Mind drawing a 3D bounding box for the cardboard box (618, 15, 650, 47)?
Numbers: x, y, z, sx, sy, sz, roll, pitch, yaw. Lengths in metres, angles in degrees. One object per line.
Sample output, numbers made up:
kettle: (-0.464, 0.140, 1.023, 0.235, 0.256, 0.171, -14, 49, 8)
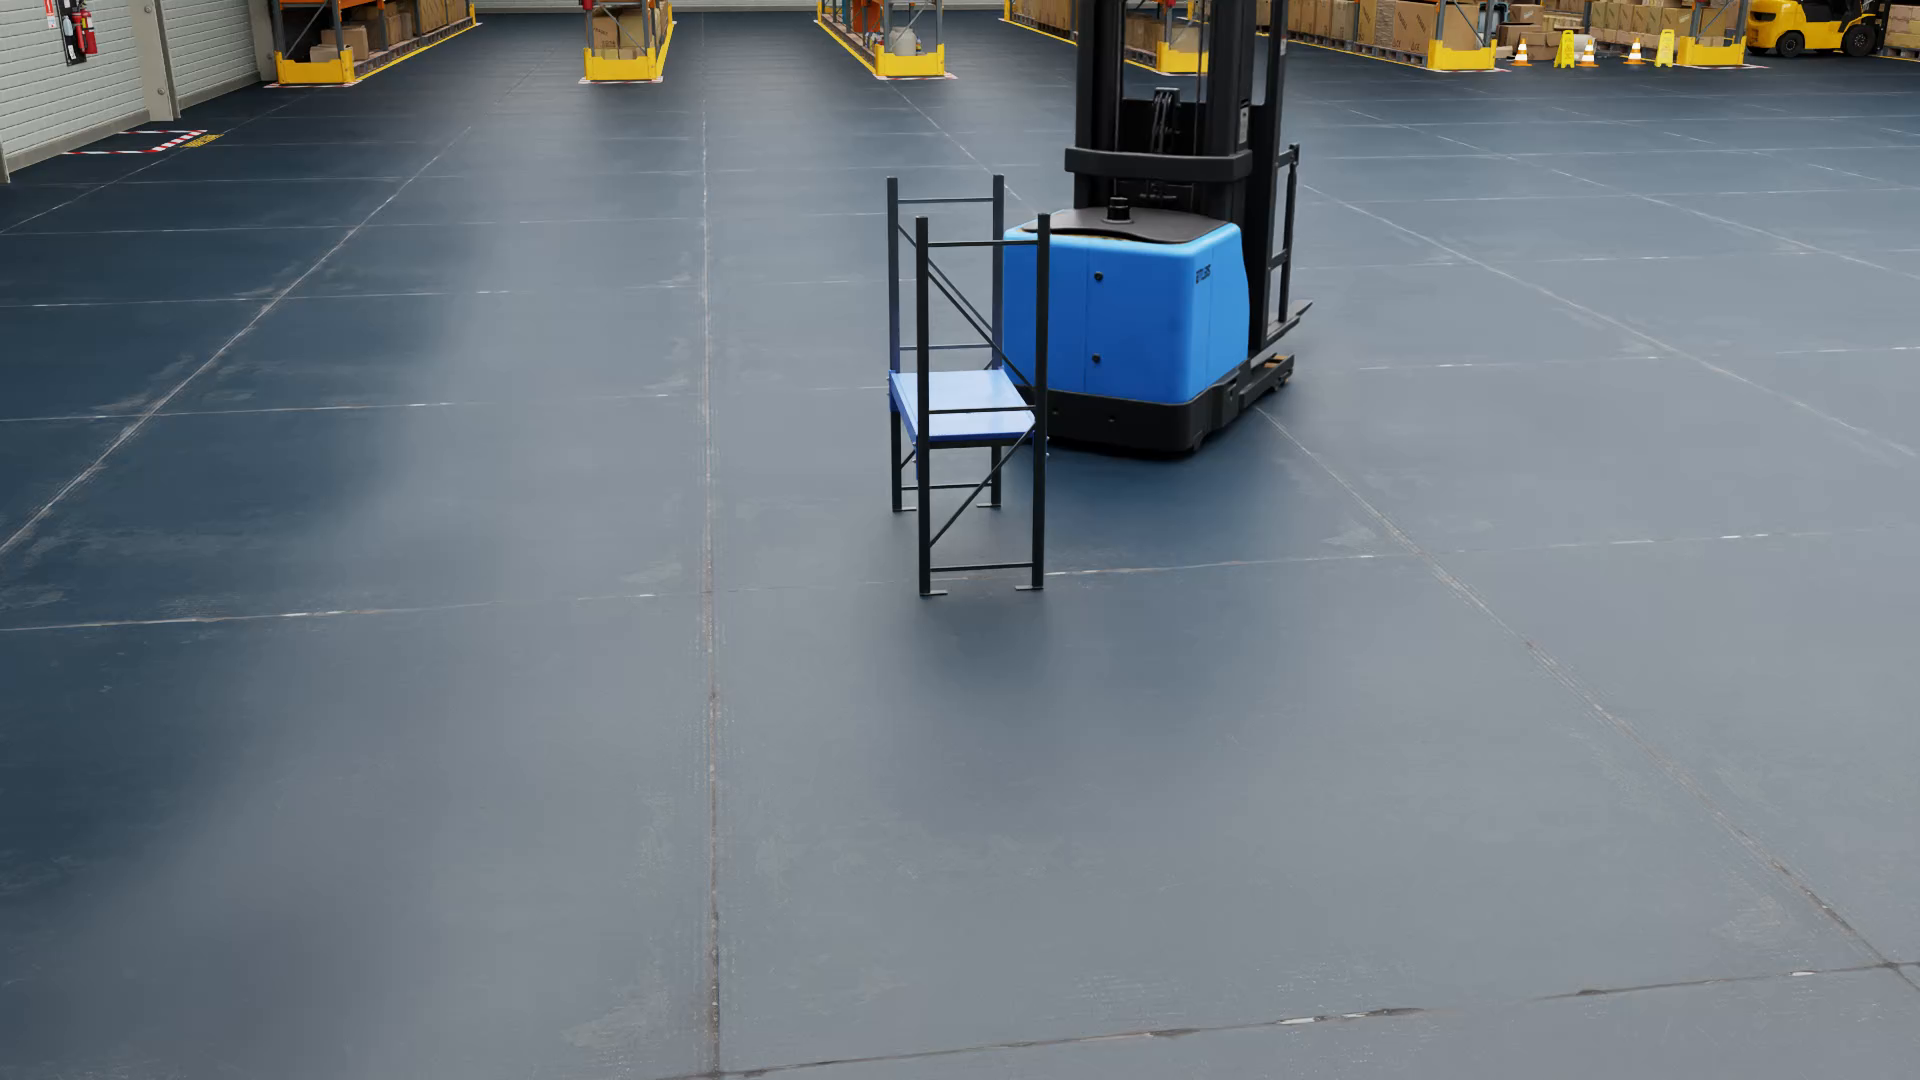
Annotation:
cardboard box: (-5.644, -8.827, 28.820, 0.500, 0.500, 0.500, -3, 21, -8)

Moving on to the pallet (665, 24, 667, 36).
pallet: (-7.288, -11.766, 38.416, 1.003, 0.211, 1.213, -3, 21, -8)

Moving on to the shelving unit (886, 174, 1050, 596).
shelving unit: (0.012, -0.673, 6.875, 0.538, 1.500, 1.048, -3, 21, -8)

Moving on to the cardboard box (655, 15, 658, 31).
cardboard box: (-6.169, -10.082, 32.452, 0.500, 0.311, 0.500, -3, 21, -8)

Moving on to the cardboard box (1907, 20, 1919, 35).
cardboard box: (18.429, -9.742, 31.628, 0.500, 0.250, 0.500, -3, 21, -8)

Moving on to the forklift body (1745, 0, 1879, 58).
forklift body: (16.730, -10.614, 32.559, 2.313, 2.155, 1.214, -3, 21, -8)

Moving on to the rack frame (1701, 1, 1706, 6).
rack frame: (17.656, -13.217, 38.315, 1.000, 3.000, 0.127, -3, 21, -8)

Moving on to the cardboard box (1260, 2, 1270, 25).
cardboard box: (7.343, -12.283, 38.788, 0.500, 0.500, 0.500, -4, 21, -10)

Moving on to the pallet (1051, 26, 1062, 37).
pallet: (2.726, -11.857, 38.661, 1.003, 0.211, 1.213, -3, 21, -8)

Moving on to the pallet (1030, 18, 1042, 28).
pallet: (2.329, -12.811, 41.215, 1.003, 0.211, 1.213, -3, 21, -8)

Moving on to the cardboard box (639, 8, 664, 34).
cardboard box: (-6.648, -11.174, 35.790, 0.500, 0.500, 0.500, -2, 21, -5)

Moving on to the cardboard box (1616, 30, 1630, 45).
cardboard box: (13.306, -9.903, 32.773, 0.500, 0.250, 0.500, -3, 21, -8)

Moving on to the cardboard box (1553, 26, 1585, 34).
cardboard box: (12.129, -9.971, 33.193, 0.500, 0.500, 0.500, 12, 24, 30)

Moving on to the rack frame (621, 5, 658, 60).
rack frame: (-6.289, -10.582, 31.261, 1.000, 3.000, 0.127, -3, 21, -8)

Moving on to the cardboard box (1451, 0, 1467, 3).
cardboard box: (12.474, -13.028, 40.248, 0.875, 0.875, 0.875, -2, 21, -6)

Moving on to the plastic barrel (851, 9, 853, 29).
plastic barrel: (-2.221, -11.606, 36.959, 0.421, 0.512, 0.421, 0, 20, 0)

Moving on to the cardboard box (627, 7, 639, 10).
cardboard box: (-7.233, -11.314, 36.165, 0.500, 0.500, 0.500, -2, 21, -6)

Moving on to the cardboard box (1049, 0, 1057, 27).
cardboard box: (2.738, -12.215, 38.071, 1.225, 0.875, 0.875, -3, 21, -8)

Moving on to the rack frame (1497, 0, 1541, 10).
rack frame: (12.744, -12.965, 37.642, 1.000, 3.000, 0.127, -3, 21, -8)

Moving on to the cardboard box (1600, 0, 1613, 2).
cardboard box: (13.097, -10.880, 33.389, 0.380, 0.149, 0.250, -3, 21, -7)

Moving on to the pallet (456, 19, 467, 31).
pallet: (-12.555, -12.485, 40.341, 1.003, 0.211, 1.213, -3, 21, -8)

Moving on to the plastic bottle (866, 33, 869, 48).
plastic bottle: (-1.701, -9.517, 31.675, 0.152, 0.276, 0.135, -2, 21, -6)

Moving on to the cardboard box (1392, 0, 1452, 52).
cardboard box: (8.722, -9.648, 31.197, 0.875, 0.875, 0.875, -3, 21, -9)

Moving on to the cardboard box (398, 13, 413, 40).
cardboard box: (-11.612, -10.504, 33.997, 0.700, 0.500, 0.500, -3, 21, -7)

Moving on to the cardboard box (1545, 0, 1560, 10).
cardboard box: (16.497, -14.797, 45.515, 0.797, 0.503, 0.637, -4, 21, -10)

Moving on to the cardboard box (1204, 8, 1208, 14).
cardboard box: (6.556, -13.848, 43.479, 0.380, 0.149, 0.250, -3, 21, -7)

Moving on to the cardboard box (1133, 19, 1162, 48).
cardboard box: (3.622, -9.767, 32.053, 0.500, 0.500, 0.500, 4, 21, 9)

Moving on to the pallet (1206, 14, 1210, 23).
pallet: (6.973, -13.413, 42.827, 1.003, 0.211, 1.213, -3, 21, -8)

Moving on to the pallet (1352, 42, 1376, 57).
pallet: (8.469, -9.722, 32.944, 1.003, 0.211, 1.213, -3, 21, -8)

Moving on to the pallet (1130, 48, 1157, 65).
pallet: (3.825, -9.120, 31.332, 1.003, 0.211, 1.213, -3, 21, -8)

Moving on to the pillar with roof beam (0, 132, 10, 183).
pillar with roof beam: (-5.581, -8.017, 15.820, 9.100, 9.000, 0.400, -3, 21, -8)

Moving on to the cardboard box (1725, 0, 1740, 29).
cardboard box: (17.834, -11.858, 37.473, 0.875, 0.625, 0.625, -2, 21, -6)

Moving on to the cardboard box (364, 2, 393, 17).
cardboard box: (-11.512, -10.477, 32.852, 0.500, 0.250, 0.500, -3, 21, -8)

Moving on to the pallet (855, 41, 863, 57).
pallet: (-1.538, -9.794, 33.137, 1.003, 0.211, 1.213, -3, 21, -8)

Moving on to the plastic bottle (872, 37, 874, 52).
plastic bottle: (-1.538, -9.126, 30.627, 0.152, 0.276, 0.135, -3, 21, -9)

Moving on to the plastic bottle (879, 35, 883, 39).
plastic bottle: (-1.450, -9.264, 30.996, 0.152, 0.276, 0.135, -3, 21, -8)

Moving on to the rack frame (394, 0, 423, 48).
rack frame: (-11.767, -11.716, 34.297, 1.000, 3.000, 0.127, -3, 21, -8)

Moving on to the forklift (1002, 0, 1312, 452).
forklift: (1.289, -2.281, 9.134, 1.130, 2.935, 3.031, 10, 23, 25)

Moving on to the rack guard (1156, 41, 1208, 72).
rack guard: (4.080, -8.551, 29.395, 1.175, 0.500, 0.348, -3, 21, -8)

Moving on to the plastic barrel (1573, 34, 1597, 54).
plastic barrel: (12.102, -9.627, 32.387, 0.512, 0.421, 0.421, 12, 24, 30)

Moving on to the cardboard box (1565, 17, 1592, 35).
cardboard box: (13.243, -10.727, 34.806, 0.950, 0.372, 0.625, -3, 21, -7)

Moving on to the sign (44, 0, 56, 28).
sign: (-10.410, -6.030, 19.022, 0.001, 0.329, 0.234, -3, 21, -8)

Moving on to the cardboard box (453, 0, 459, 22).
cardboard box: (-12.491, -12.742, 40.018, 0.700, 0.500, 0.500, -2, 21, -6)

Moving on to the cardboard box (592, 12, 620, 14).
cardboard box: (-6.314, -9.146, 29.675, 0.500, 0.500, 0.500, -3, 21, -8)

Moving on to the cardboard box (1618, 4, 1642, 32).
cardboard box: (13.301, -10.258, 32.651, 0.500, 0.500, 0.500, -2, 21, -5)
